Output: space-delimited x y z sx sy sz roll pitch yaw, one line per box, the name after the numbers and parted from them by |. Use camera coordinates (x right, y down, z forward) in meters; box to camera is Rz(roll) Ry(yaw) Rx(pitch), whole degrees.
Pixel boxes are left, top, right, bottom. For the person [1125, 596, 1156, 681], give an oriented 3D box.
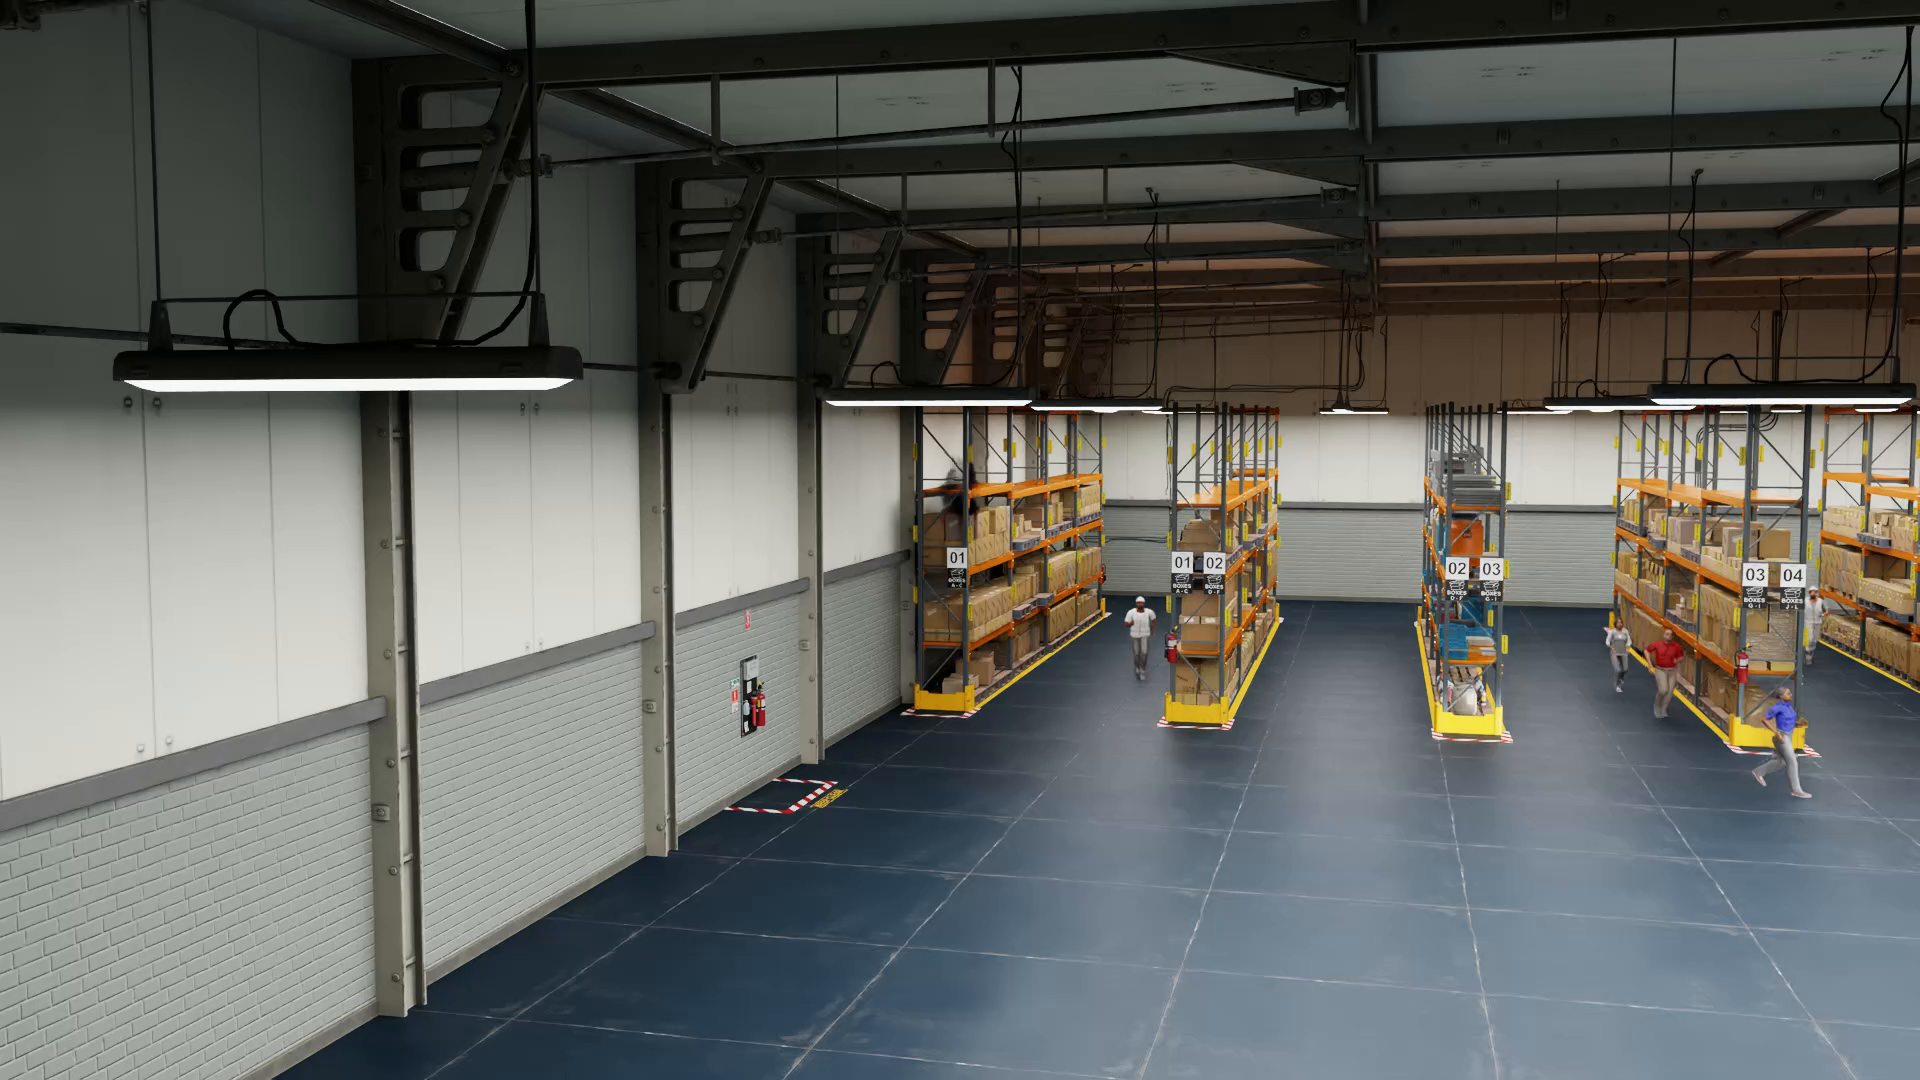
3.947 2.142 36.456 0.677 1.823 0.737 1 4 10 | person

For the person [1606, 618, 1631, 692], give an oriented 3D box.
13.703 2.397 34.586 0.512 1.540 0.524 1 4 11 | person

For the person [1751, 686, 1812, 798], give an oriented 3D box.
12.447 3.028 25.157 0.583 1.631 0.904 -4 6 -44 | person

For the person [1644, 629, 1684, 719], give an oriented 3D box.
13.389 2.542 31.513 0.652 1.718 0.653 0 4 2 | person

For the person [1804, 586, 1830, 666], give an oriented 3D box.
19.778 1.983 38.543 0.639 1.840 0.783 1 4 18 | person
